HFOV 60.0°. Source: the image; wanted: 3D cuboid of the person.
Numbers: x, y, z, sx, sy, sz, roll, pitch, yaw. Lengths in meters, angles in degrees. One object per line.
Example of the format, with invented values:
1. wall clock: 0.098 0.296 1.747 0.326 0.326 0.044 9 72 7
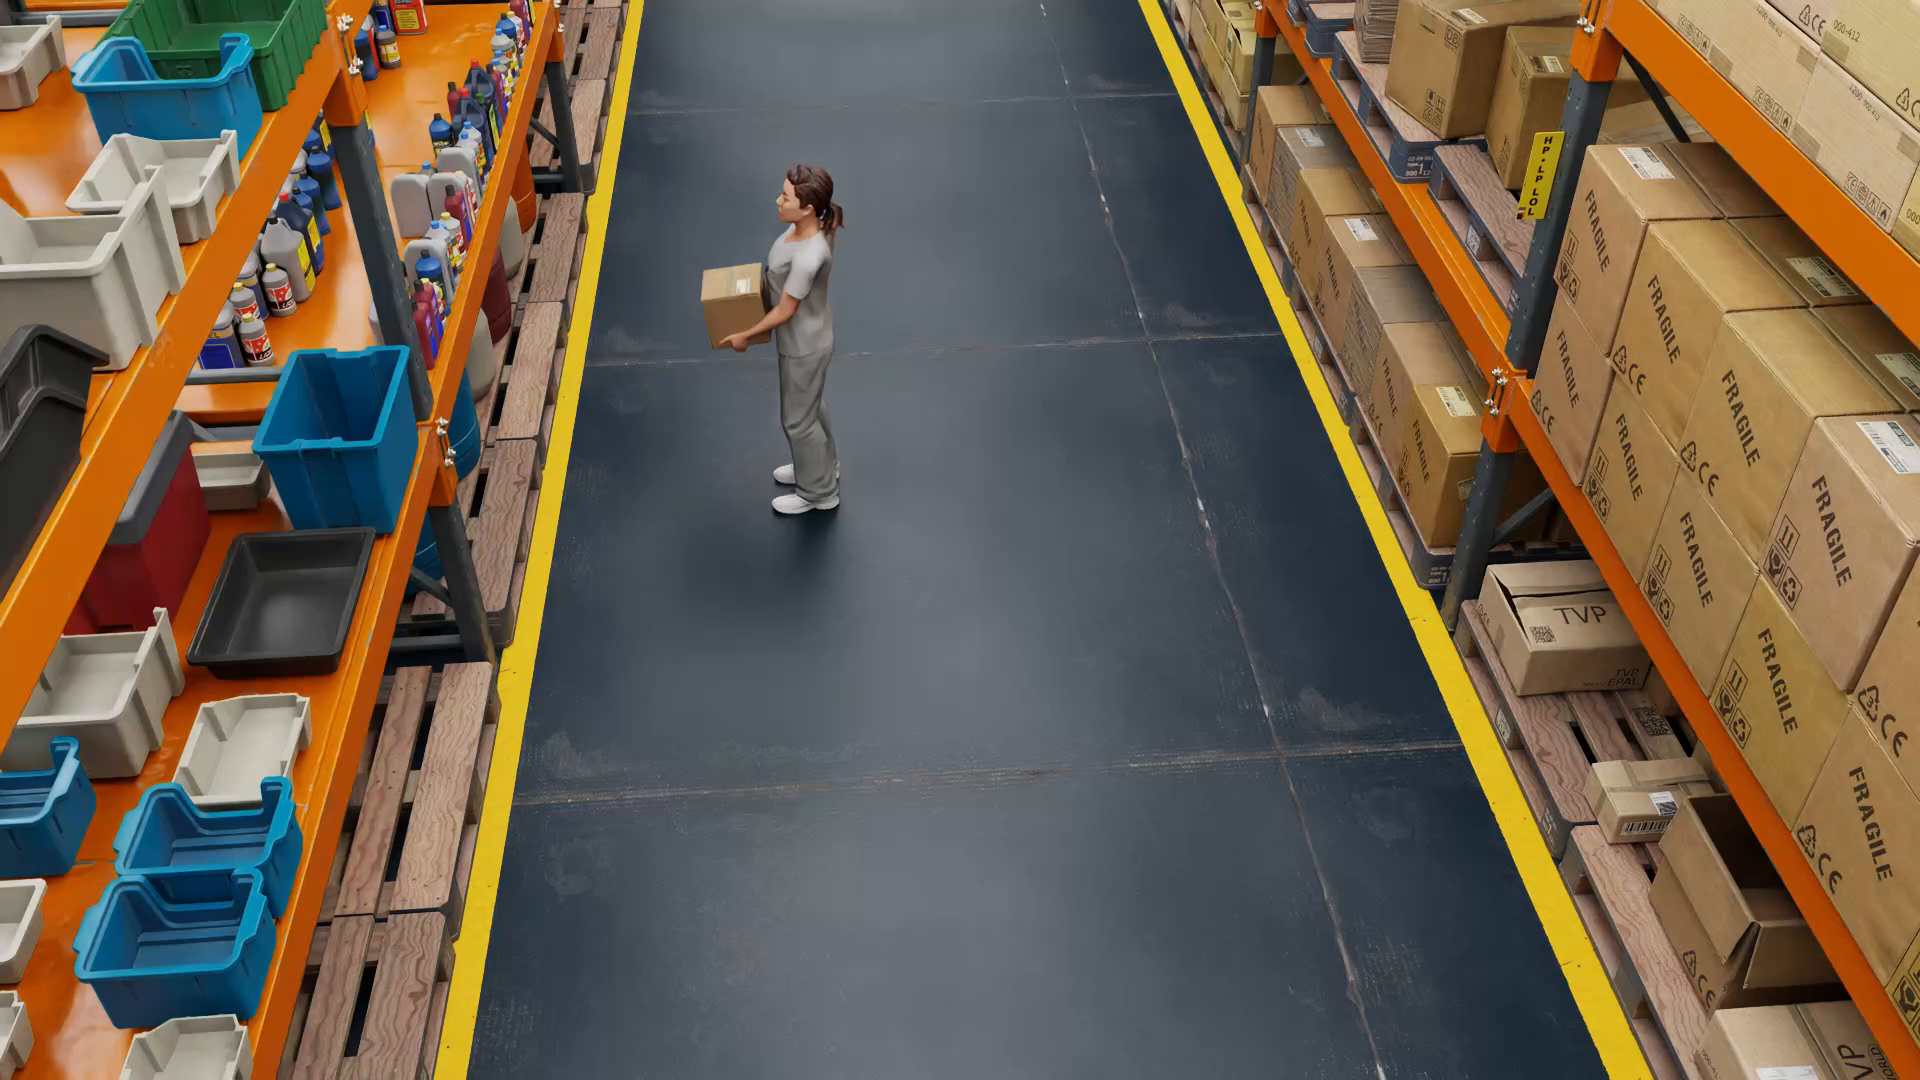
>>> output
1. person: -0.750 -0.857 7.218 0.560 1.659 0.436 -2 39 -3
